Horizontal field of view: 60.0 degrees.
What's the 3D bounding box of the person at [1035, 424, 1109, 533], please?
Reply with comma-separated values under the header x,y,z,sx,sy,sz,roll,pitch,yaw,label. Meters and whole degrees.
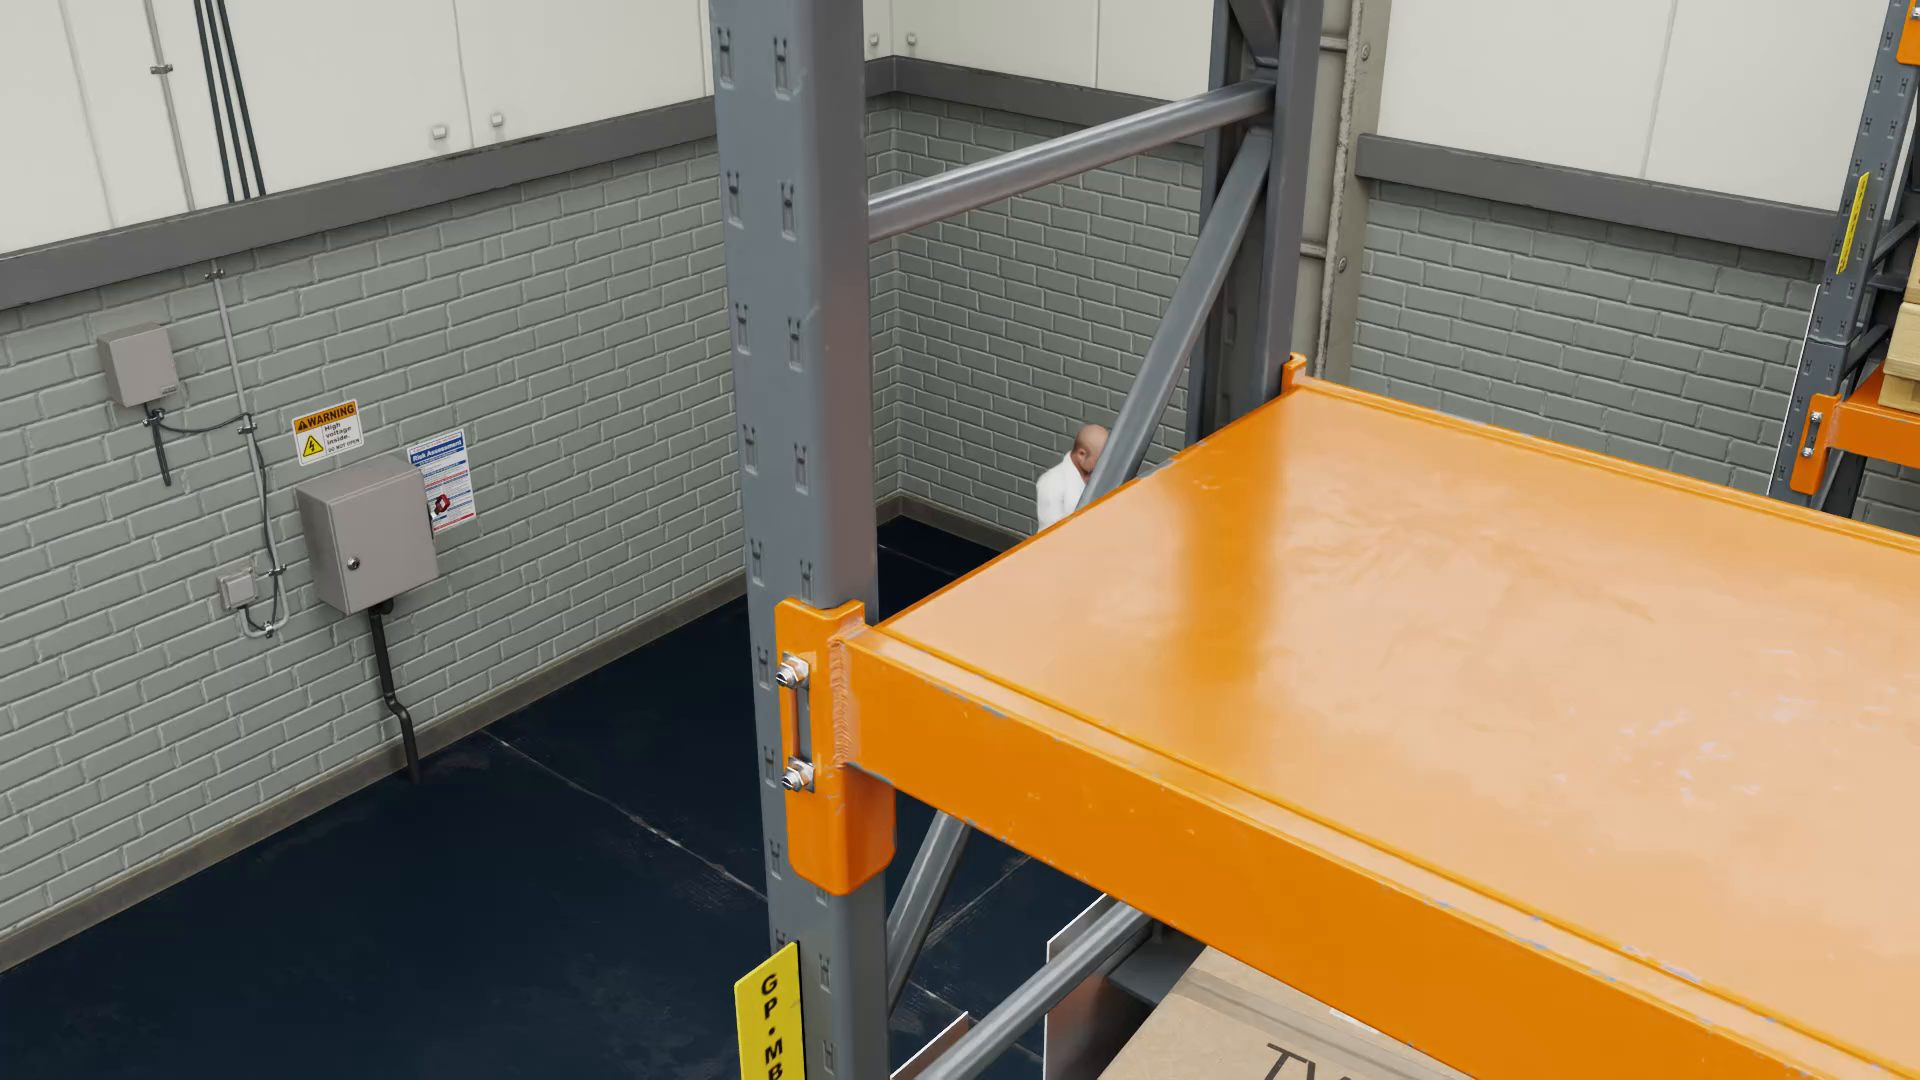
x,y,z,sx,sy,sz,roll,pitch,yaw,label
0.625,0.185,8.748,0.401,1.745,0.583,21,34,36,person
